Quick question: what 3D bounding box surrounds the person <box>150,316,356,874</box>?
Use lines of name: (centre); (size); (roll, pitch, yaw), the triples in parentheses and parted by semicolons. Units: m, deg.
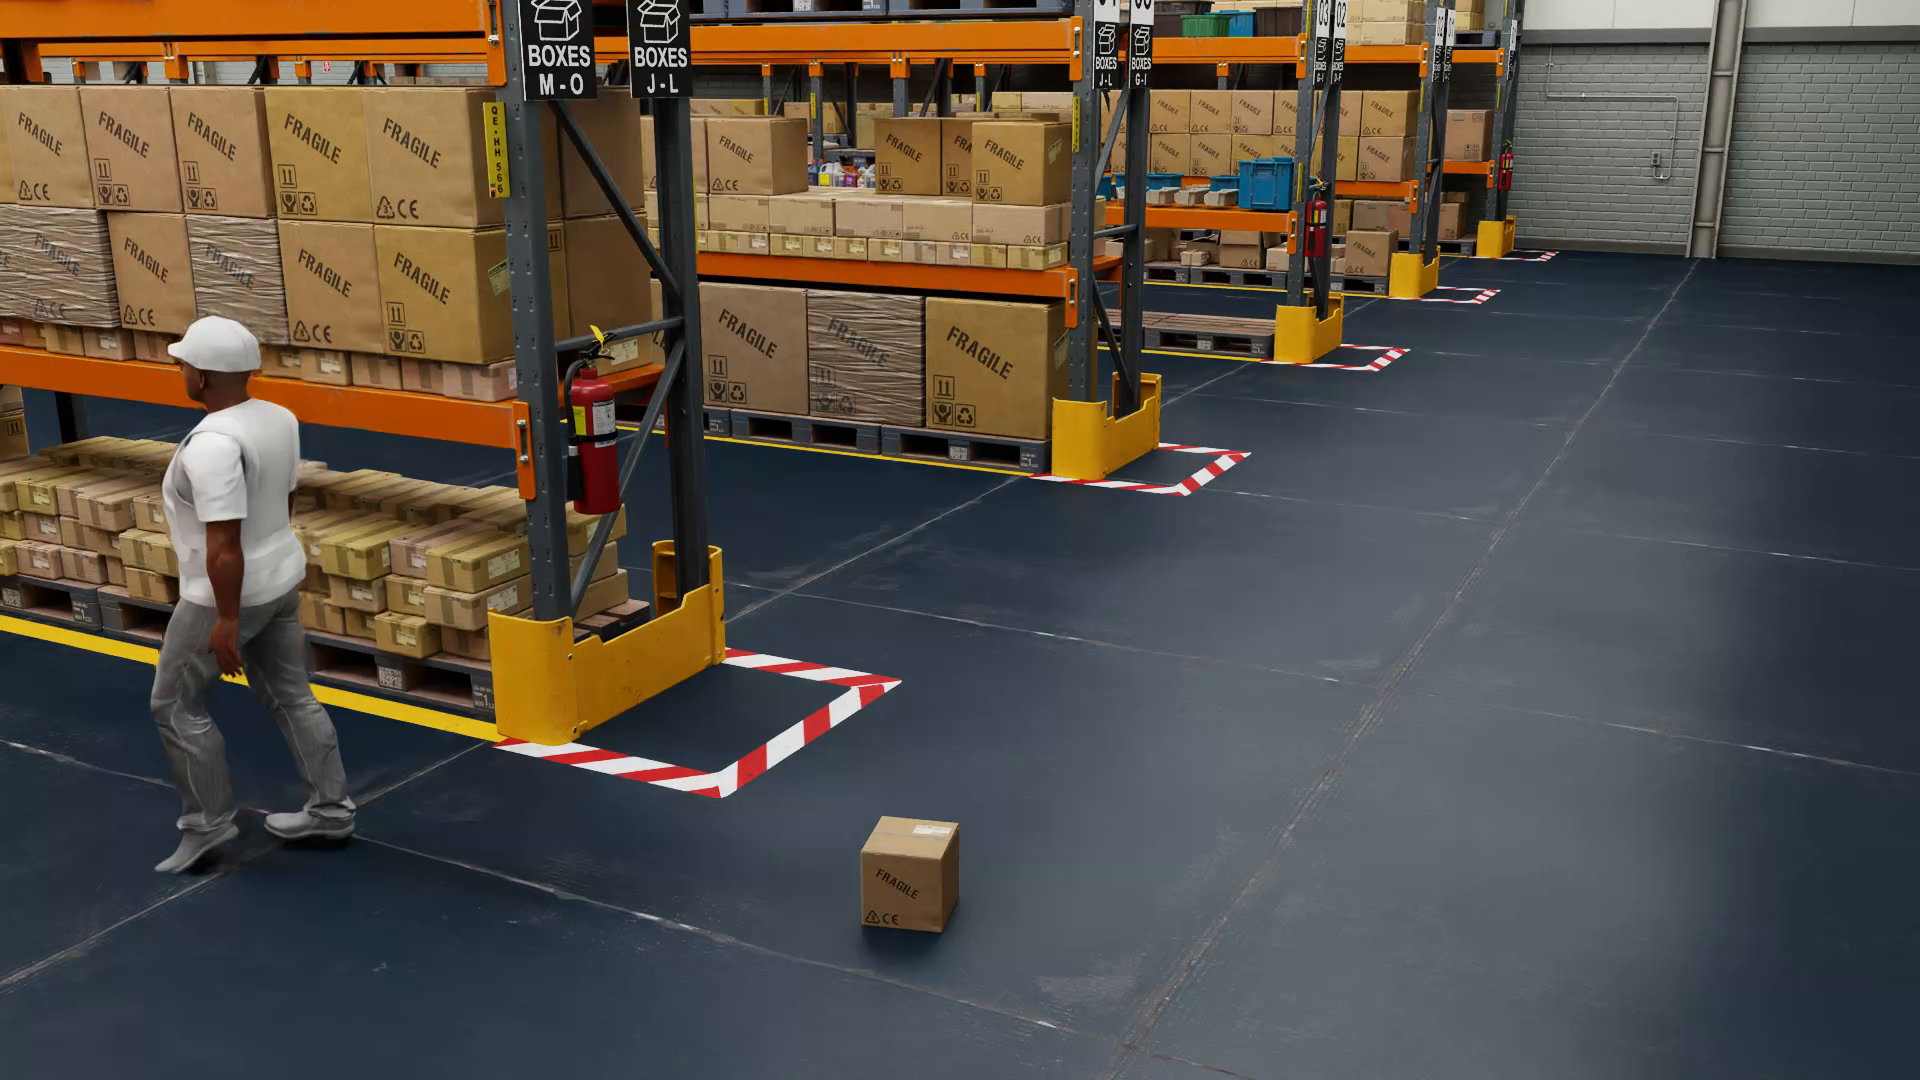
person: (-2.320, 0.194, 5.333); (0.607, 1.829, 0.621); (2, 16, 7)
